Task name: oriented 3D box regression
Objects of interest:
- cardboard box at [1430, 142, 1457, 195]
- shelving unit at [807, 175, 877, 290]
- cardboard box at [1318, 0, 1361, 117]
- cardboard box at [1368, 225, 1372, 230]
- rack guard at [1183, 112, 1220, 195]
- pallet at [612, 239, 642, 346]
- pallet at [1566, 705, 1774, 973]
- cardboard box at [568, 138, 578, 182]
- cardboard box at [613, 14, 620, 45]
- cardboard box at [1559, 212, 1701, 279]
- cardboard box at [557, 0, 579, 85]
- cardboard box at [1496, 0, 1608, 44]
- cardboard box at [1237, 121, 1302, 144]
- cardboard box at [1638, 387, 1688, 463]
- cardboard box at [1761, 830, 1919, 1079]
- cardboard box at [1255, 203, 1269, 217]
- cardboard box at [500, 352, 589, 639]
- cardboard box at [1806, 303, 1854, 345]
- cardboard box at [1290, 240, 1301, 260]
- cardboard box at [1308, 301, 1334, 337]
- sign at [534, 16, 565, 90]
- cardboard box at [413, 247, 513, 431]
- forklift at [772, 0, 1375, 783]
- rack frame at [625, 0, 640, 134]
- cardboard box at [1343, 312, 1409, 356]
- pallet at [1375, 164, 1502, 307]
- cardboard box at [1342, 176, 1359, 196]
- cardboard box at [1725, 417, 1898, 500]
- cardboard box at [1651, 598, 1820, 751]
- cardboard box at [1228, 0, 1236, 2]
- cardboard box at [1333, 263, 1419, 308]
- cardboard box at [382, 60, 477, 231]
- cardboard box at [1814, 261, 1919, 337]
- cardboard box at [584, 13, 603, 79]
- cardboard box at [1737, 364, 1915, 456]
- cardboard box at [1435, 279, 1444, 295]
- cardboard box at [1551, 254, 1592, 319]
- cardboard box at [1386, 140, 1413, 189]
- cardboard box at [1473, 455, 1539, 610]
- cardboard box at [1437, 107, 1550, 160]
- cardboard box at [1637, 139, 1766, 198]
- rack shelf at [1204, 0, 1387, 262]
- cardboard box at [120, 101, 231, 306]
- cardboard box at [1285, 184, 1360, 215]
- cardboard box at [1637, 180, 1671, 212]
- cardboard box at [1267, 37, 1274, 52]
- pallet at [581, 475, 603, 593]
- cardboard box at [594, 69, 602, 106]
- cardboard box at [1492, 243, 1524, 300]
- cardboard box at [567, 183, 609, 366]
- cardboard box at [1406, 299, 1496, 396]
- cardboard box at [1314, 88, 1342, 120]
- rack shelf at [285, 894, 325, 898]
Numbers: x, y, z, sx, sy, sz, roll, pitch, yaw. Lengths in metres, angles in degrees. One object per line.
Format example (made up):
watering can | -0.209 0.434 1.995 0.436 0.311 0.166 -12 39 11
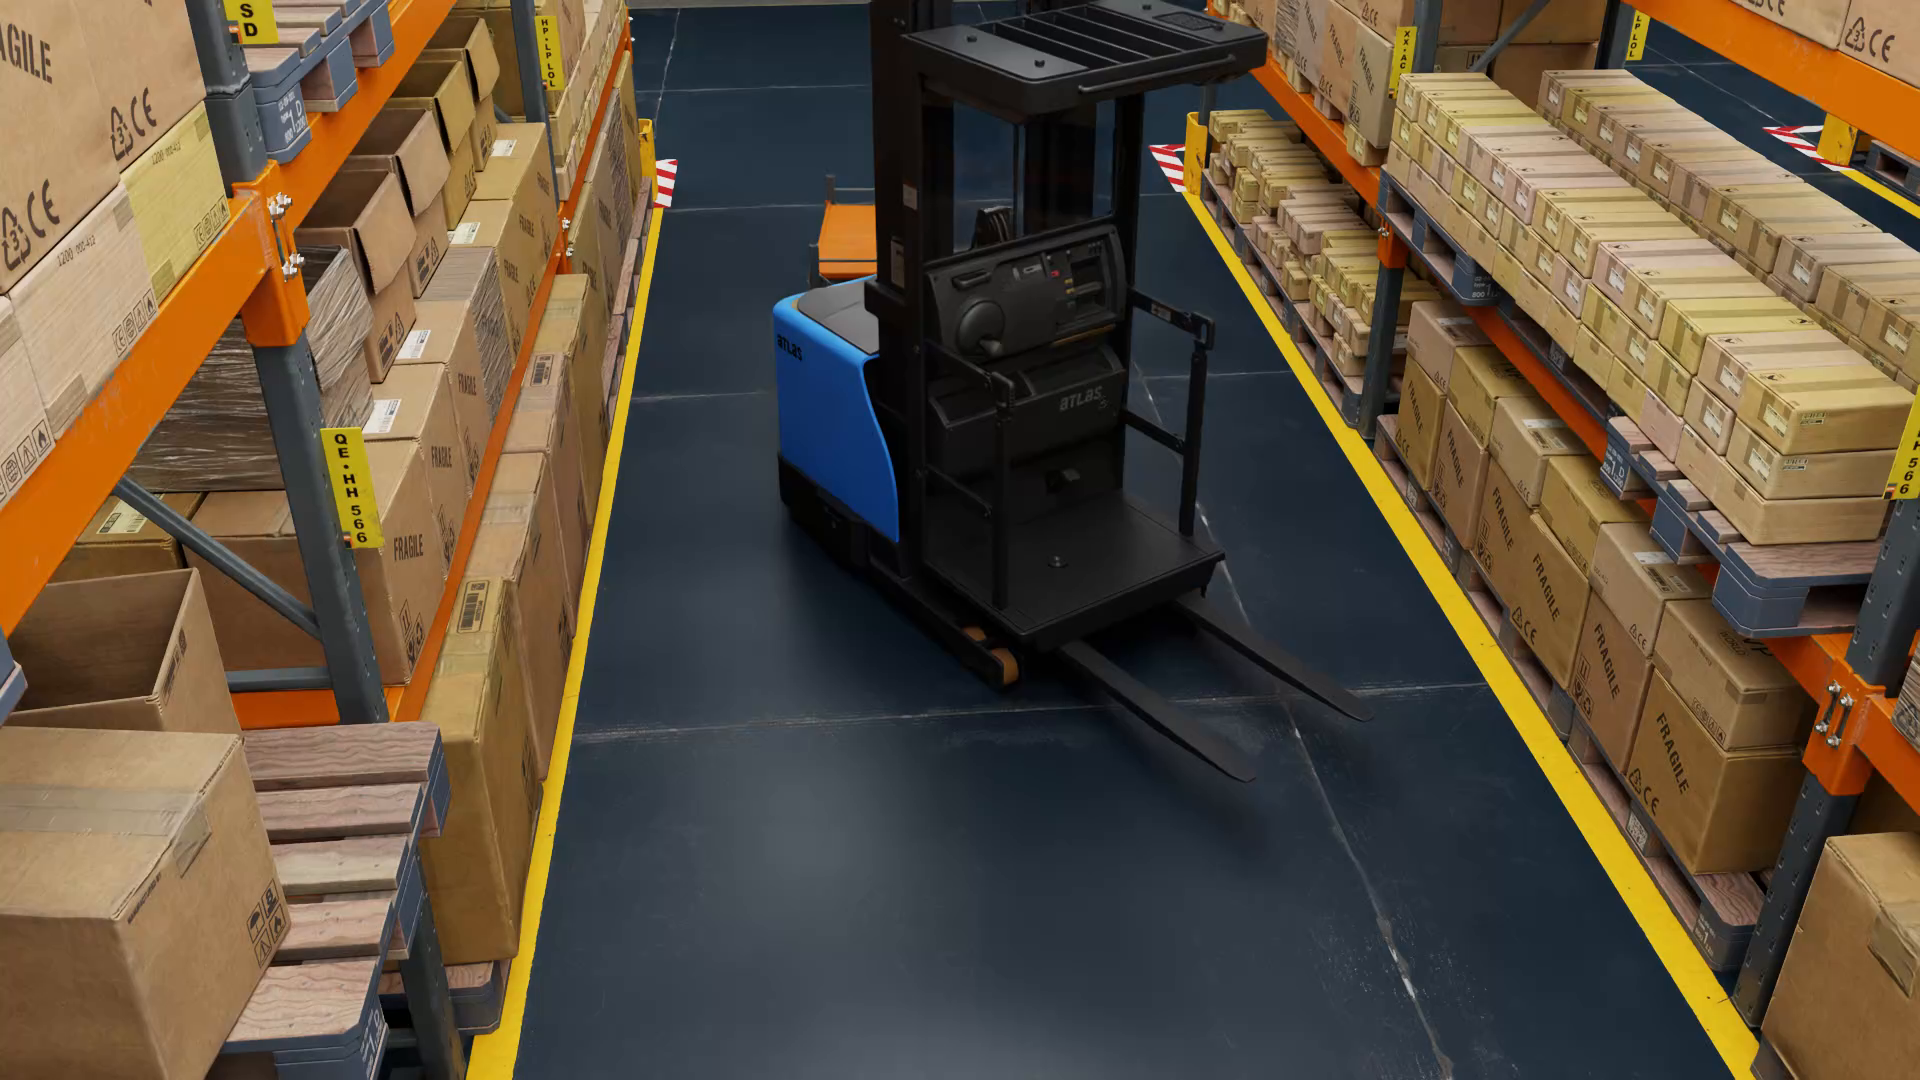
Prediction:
cardboard box | 2.210 -1.569 6.997 0.380 0.149 0.250 -2 31 -3
shelving unit | -0.461 -1.179 8.627 0.538 1.125 1.048 0 31 1
cardboard box | 2.207 -2.525 8.665 0.500 0.500 0.500 -4 31 -6
cardboard box | 2.711 -1.926 10.130 0.380 0.149 0.250 -2 31 -4
rack guard | 2.214 -2.786 11.927 1.175 0.500 0.348 -3 31 -5
pallet | -2.478 -1.489 10.037 1.003 0.211 1.213 -3 31 -5
pallet | 2.883 0.985 5.896 1.003 0.211 1.213 -3 31 -5
cardboard box | -2.088 -1.863 8.189 0.380 0.149 0.250 -4 31 -6
cardboard box | -2.331 -3.177 10.388 0.380 0.149 0.250 -3 31 -4
cardboard box | 2.333 -1.030 5.804 0.380 0.149 0.250 -1 31 -2
cardboard box | -2.196 -2.564 8.242 0.500 0.500 0.500 -3 31 -5
cardboard box | 2.781 -2.698 7.979 0.500 0.500 0.500 -2 31 -3
cardboard box | 2.063 -2.691 11.120 0.380 0.149 0.250 -2 31 -4
cardboard box | 2.405 -0.374 5.286 0.380 0.149 0.250 -2 31 -4
cardboard box | 2.922 1.287 4.454 1.050 0.750 0.750 -3 31 -5
cardboard box | 2.106 -2.054 10.634 0.380 0.149 0.250 -3 31 -4
cardboard box | -2.203 -0.156 6.748 1.225 0.875 0.875 -4 31 -6
cardboard box | 3.029 -0.673 5.498 0.380 0.149 0.250 -3 31 -4
cardboard box | 2.180 -1.759 9.850 0.380 0.149 0.250 -4 31 -7
cardboard box | 2.175 -1.265 9.312 0.380 0.149 0.250 -4 31 -6
sign | -1.828 -2.164 7.396 0.100 0.325 0.005 -3 31 -5
cardboard box | -1.915 -0.712 5.919 0.500 0.500 0.500 -3 31 -4
forklift | 0.405 -0.941 6.467 1.130 2.935 3.031 -20 36 -30
rack frame | -2.741 -3.712 11.039 1.000 3.000 0.127 -3 31 -5
cardboard box | 2.235 -1.085 8.723 0.380 0.149 0.250 -2 31 -4
pallet | 2.507 -1.376 7.316 1.003 0.211 1.213 -3 31 -5
cardboard box | 2.581 -2.185 10.273 0.380 0.149 0.250 -4 31 -6
cardboard box | 2.455 -0.244 4.779 0.380 0.149 0.250 -2 31 -4
cardboard box | 2.629 0.421 5.417 0.500 0.250 0.500 -3 31 -6
cardboard box | 1.974 -3.826 10.843 0.500 0.500 0.500 -1 31 -2
cardboard box | 2.225 -1.365 8.901 0.380 0.149 0.250 -2 31 -4
cardboard box | -2.247 -1.467 6.205 0.797 0.503 0.637 -2 31 -4
cardboard box | 3.033 -0.784 5.393 0.380 0.149 0.250 -4 31 -7
cardboard box | -2.284 -2.756 9.295 0.500 0.250 0.500 -3 31 -4
cardboard box | 2.452 -0.370 4.699 0.380 0.149 0.250 -4 31 -7
cardboard box | 2.788 -1.397 8.954 0.380 0.149 0.250 -1 31 -2
cardboard box | 2.332 -0.903 5.881 0.380 0.149 0.250 -2 31 -3
cardboard box | 2.159 -1.705 7.515 0.380 0.149 0.250 -4 31 -7
cardboard box | 2.499 -0.036 6.913 0.500 0.500 0.500 -2 31 -4
cardboard box | 2.213 -1.687 6.905 0.380 0.149 0.250 -2 31 -4
cardboard box | 2.905 -1.459 6.523 0.380 0.149 0.250 -4 31 -6
rack shelf | 2.394 -2.568 9.826 1.077 0.370 4.000 -3 31 -5
cardboard box | -1.705 -0.620 3.084 0.500 0.250 0.500 -3 31 -4
cardboard box | 2.179 -2.031 10.016 0.380 0.149 0.250 -3 31 -4
cardboard box | 2.913 -1.329 6.595 0.380 0.149 0.250 -4 31 -7
cardboard box | 2.109 -3.076 10.219 0.380 0.149 0.250 -3 31 -5
pallet | -2.220 -0.082 7.682 1.003 0.211 1.213 -3 31 -5
cardboard box | -2.211 -2.525 9.296 0.380 0.149 0.250 -4 31 -6
cardboard box | 2.287 -1.039 6.399 0.380 0.149 0.250 -3 31 -5
cardboard box | -2.349 -1.279 8.628 0.875 0.875 0.875 -3 31 -5
cardboard box | 2.386 -0.895 7.620 0.500 0.250 0.500 -4 31 -7
cardboard box | 2.168 -2.418 9.118 0.380 0.149 0.250 -4 31 -7
rack shelf | -1.807 1.702 2.676 1.077 0.370 4.000 -3 31 -5
